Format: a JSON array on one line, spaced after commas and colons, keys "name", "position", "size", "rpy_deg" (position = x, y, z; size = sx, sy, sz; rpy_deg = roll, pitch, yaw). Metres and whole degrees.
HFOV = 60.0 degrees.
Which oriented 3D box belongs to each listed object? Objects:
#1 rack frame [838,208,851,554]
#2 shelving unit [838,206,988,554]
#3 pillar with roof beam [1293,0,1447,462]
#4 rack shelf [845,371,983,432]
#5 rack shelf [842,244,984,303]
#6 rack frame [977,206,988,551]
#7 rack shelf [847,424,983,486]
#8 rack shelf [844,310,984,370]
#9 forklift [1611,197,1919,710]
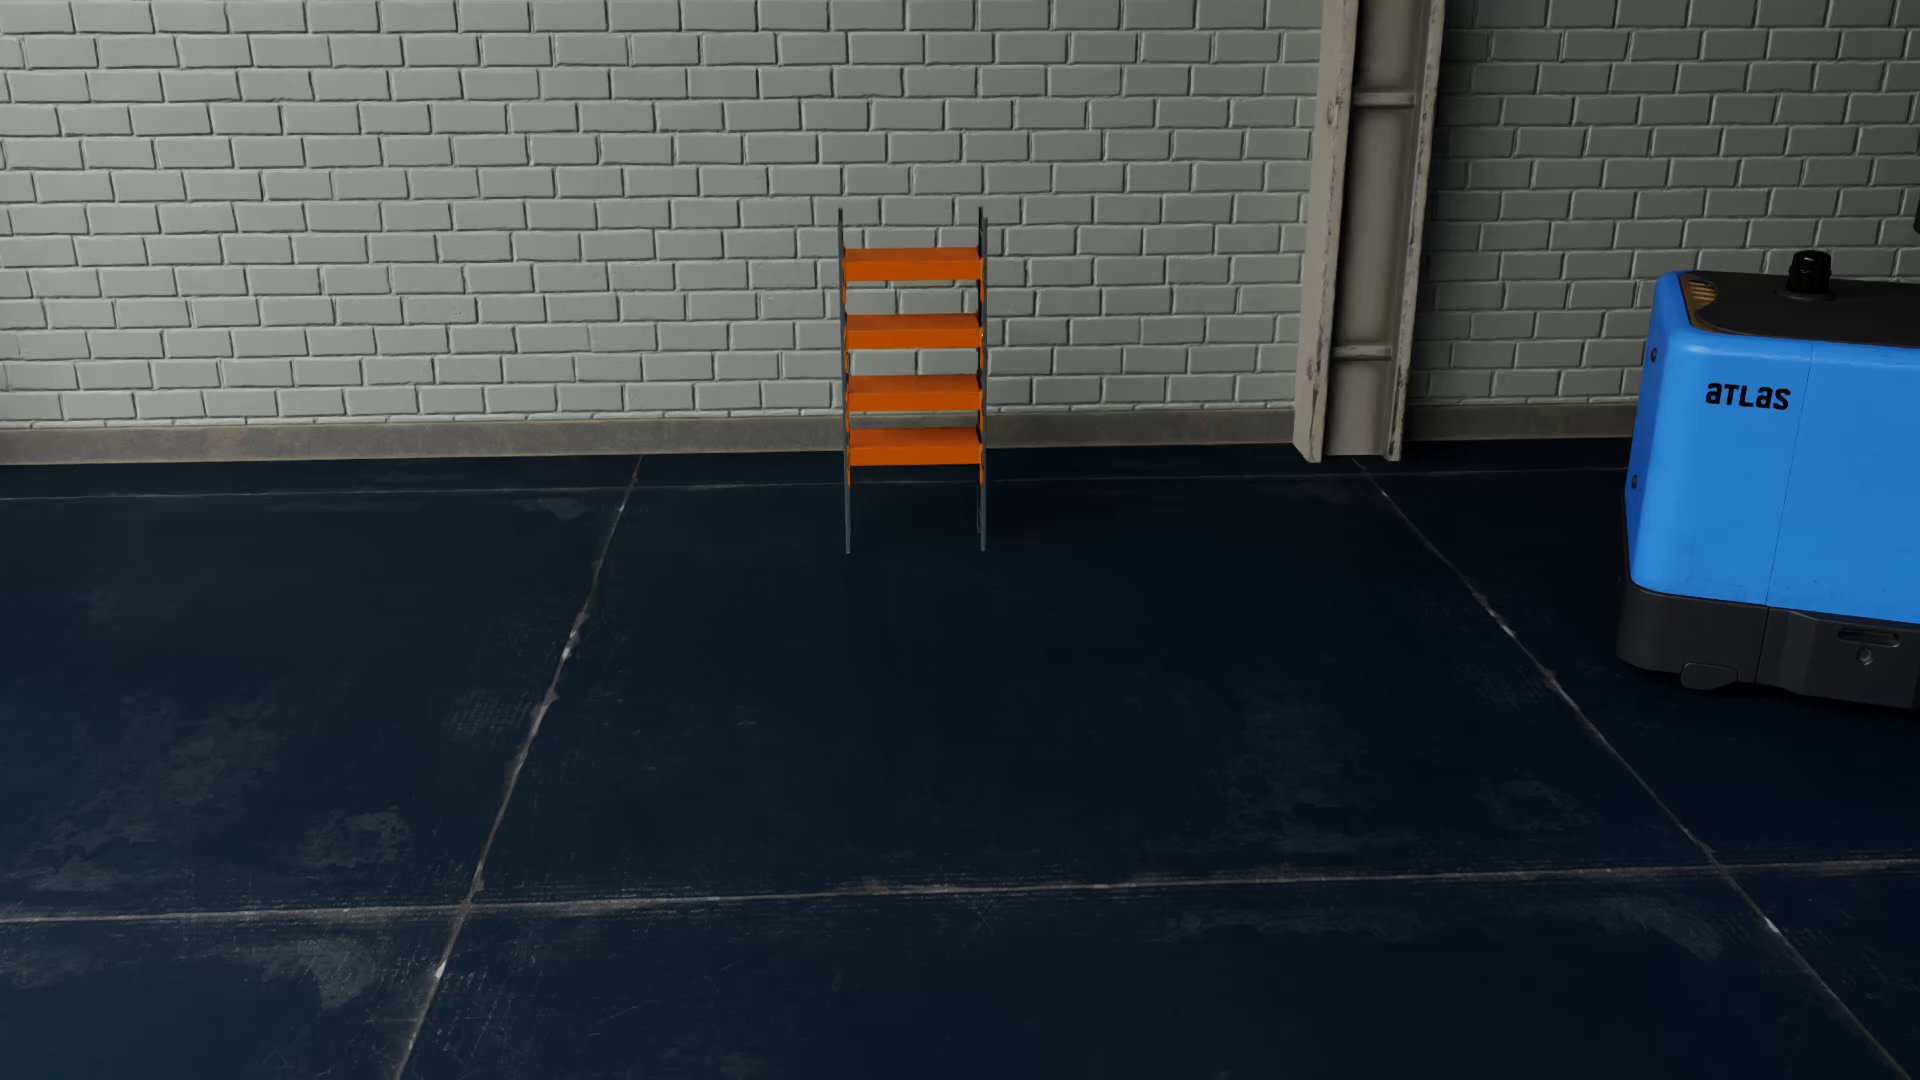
[{"name": "rack frame", "position": [-0.409, -0.552, 5.886], "size": [0.015, 1.200, 0.240], "rpy_deg": [-1, 21, -3]}, {"name": "shelving unit", "position": [-0.165, -0.557, 5.899], "size": [0.503, 1.200, 0.258], "rpy_deg": [-1, 21, -3]}, {"name": "pillar with roof beam", "position": [1.898, -3.061, 1.512], "size": [0.400, 9.000, 9.100], "rpy_deg": [-1, 21, -3]}, {"name": "rack shelf", "position": [-0.165, -0.494, 5.923], "size": [0.480, 0.148, 0.258], "rpy_deg": [-1, 21, -3]}, {"name": "rack shelf", "position": [-0.165, -0.925, 5.759], "size": [0.480, 0.148, 0.258], "rpy_deg": [-1, 21, -3]}, {"name": "rack frame", "position": [0.078, -0.562, 5.912], "size": [0.015, 1.200, 0.240], "rpy_deg": [-1, 21, -3]}, {"name": "rack shelf", "position": [-0.165, -0.309, 5.993], "size": [0.480, 0.148, 0.258], "rpy_deg": [-1, 21, -3]}, {"name": "rack shelf", "position": [-0.165, -0.704, 5.843], "size": [0.480, 0.148, 0.258], "rpy_deg": [-1, 21, -3]}, {"name": "forklift", "position": [3.550, -0.927, 4.437], "size": [3.031, 2.935, 1.130], "rpy_deg": [7, 22, 18]}]
